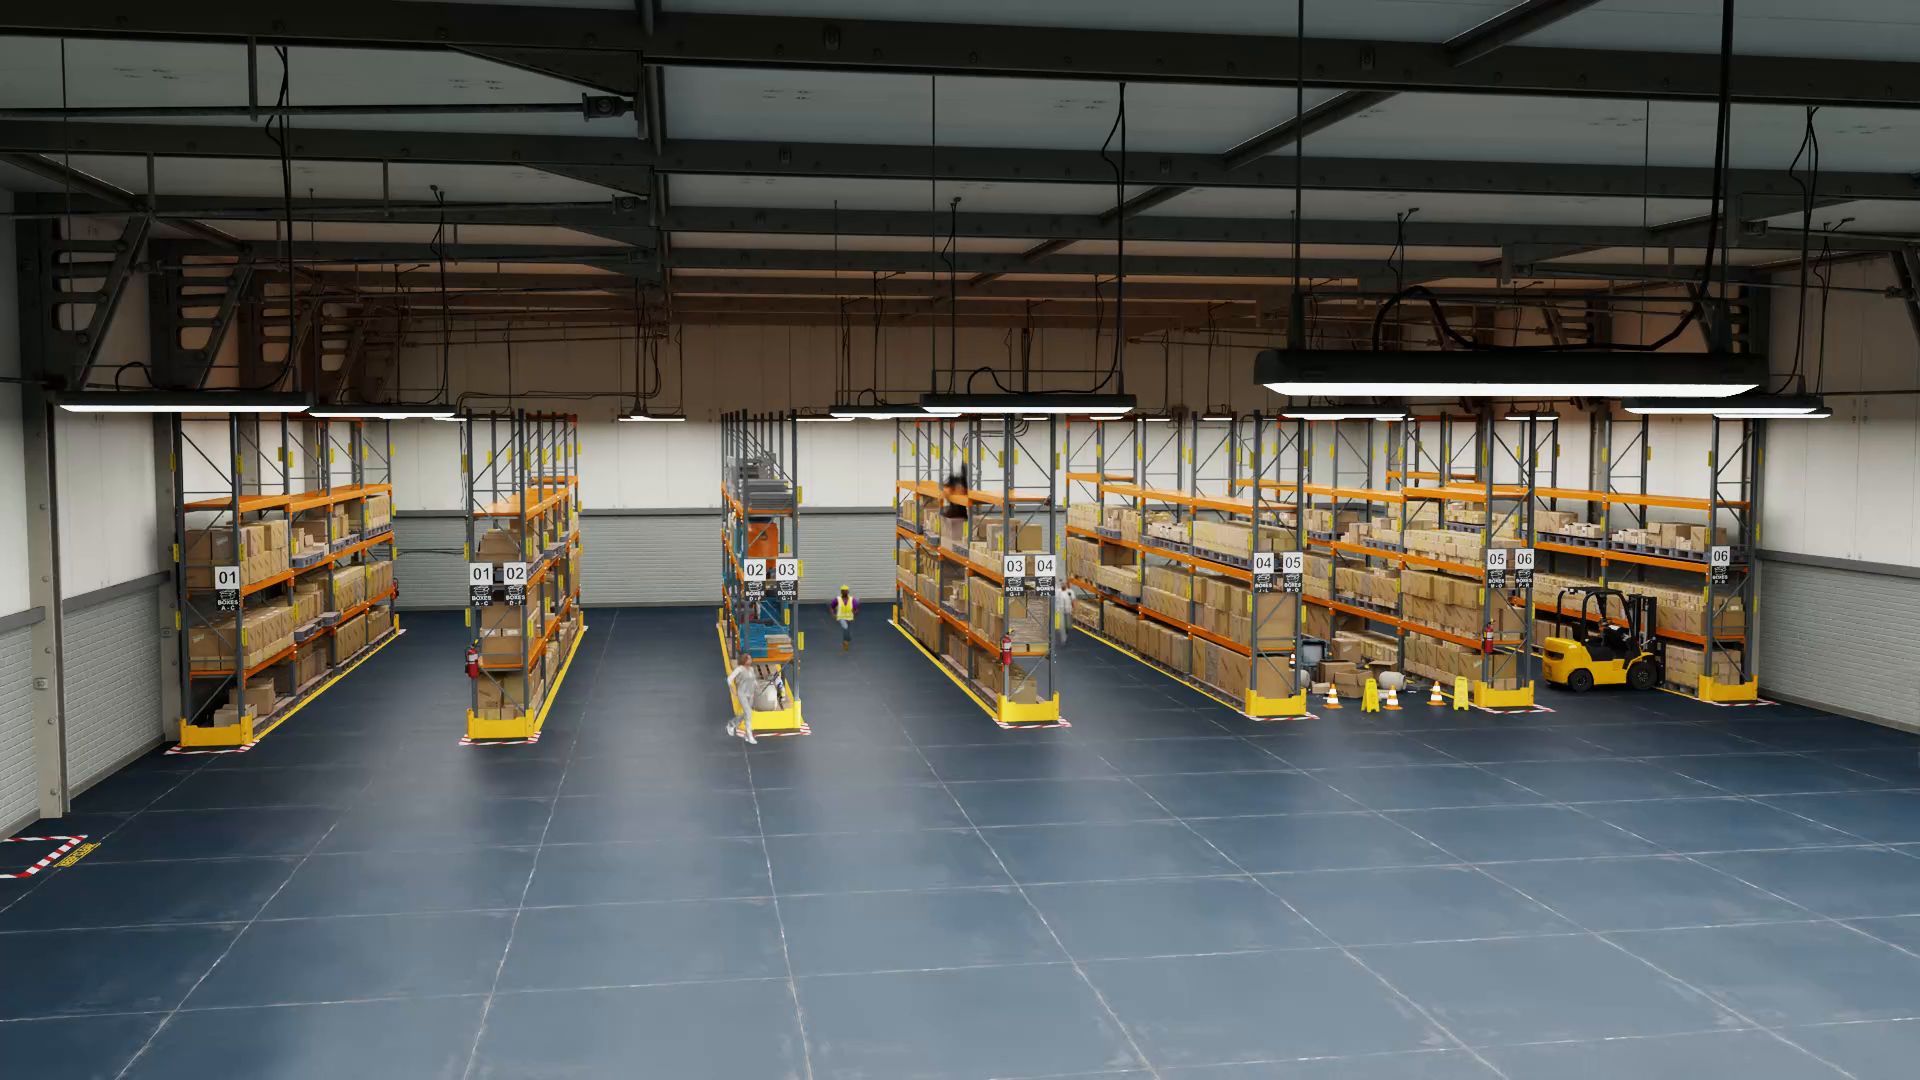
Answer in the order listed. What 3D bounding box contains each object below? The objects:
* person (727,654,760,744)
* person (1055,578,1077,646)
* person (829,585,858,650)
[{"bbox_3d":[-3.877,2.847,30.043,0.750,1.580,0.574,3,5,37],"label":"person"},{"bbox_3d":[2.686,1.841,43.081,0.699,1.738,0.771,0,4,-5],"label":"person"},{"bbox_3d":[-2.843,1.945,41.071,0.714,1.653,0.914,-1,4,-16],"label":"person"}]
